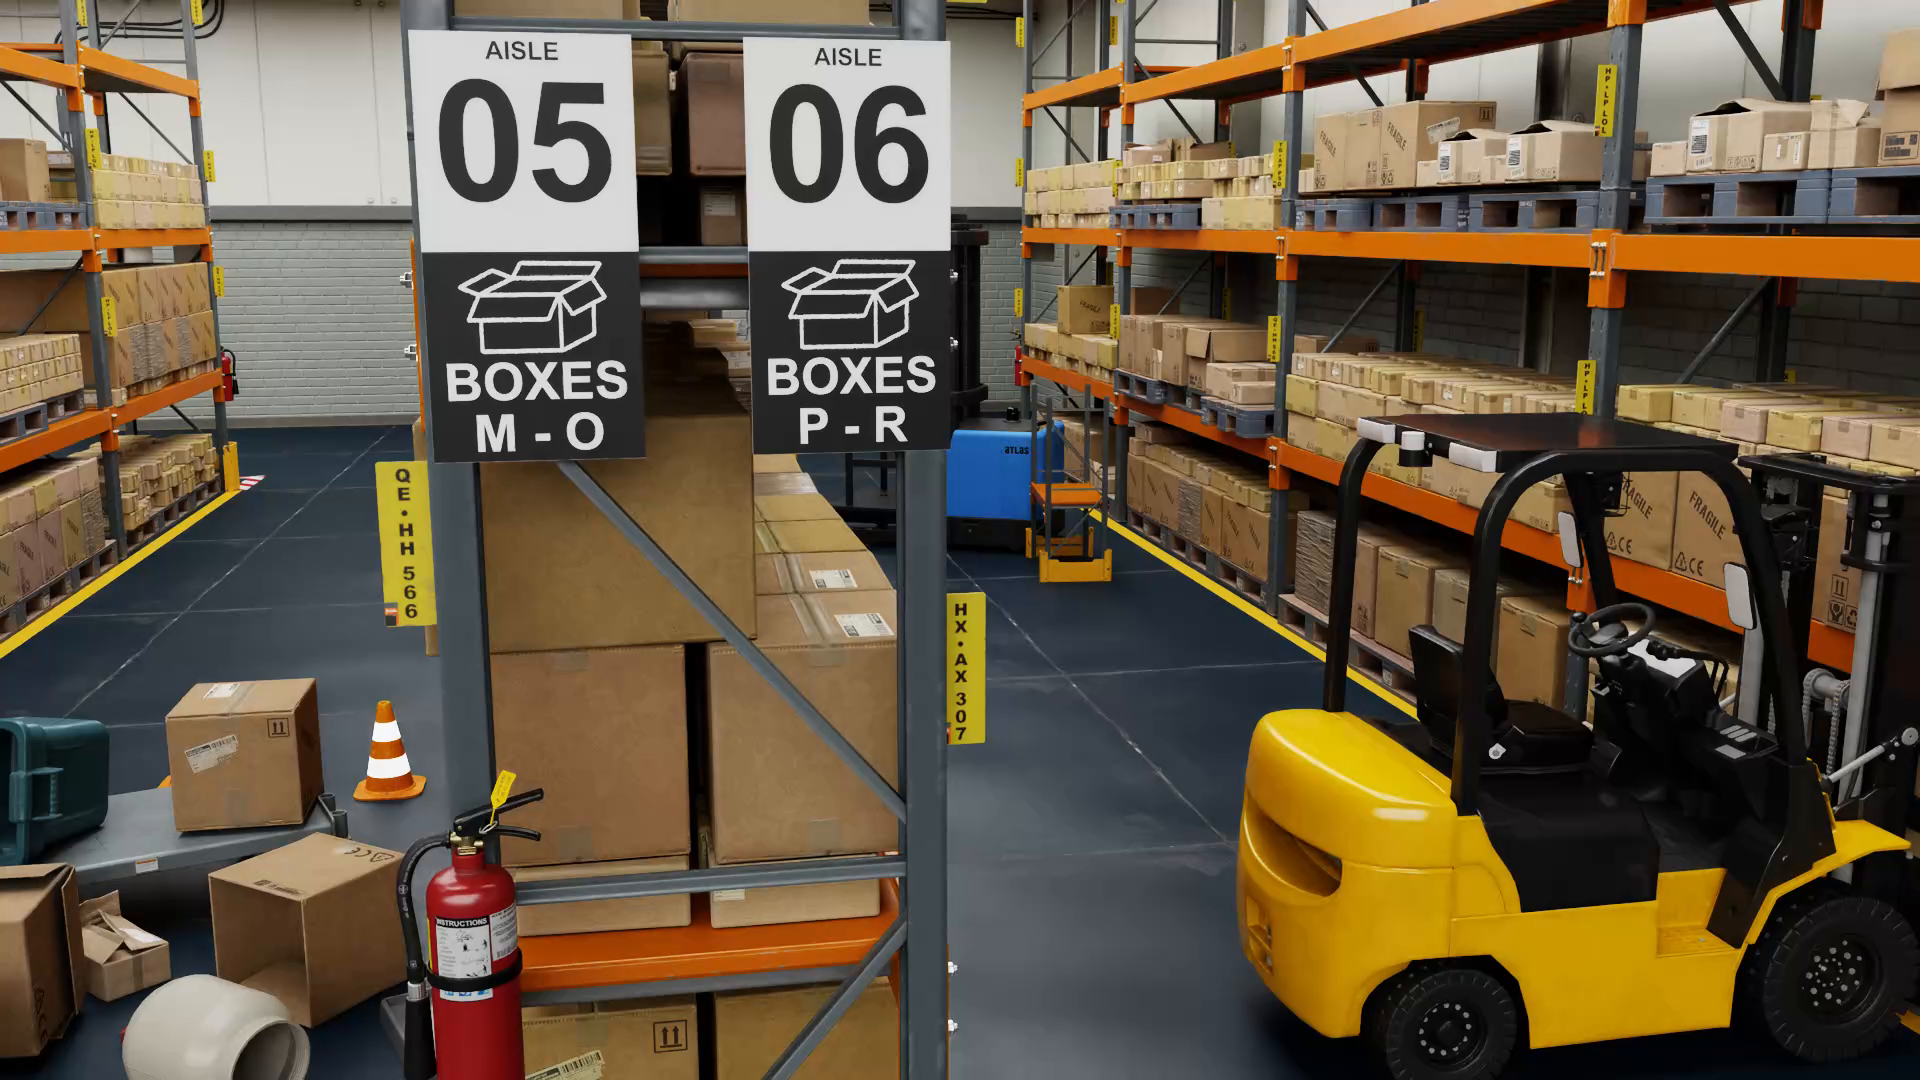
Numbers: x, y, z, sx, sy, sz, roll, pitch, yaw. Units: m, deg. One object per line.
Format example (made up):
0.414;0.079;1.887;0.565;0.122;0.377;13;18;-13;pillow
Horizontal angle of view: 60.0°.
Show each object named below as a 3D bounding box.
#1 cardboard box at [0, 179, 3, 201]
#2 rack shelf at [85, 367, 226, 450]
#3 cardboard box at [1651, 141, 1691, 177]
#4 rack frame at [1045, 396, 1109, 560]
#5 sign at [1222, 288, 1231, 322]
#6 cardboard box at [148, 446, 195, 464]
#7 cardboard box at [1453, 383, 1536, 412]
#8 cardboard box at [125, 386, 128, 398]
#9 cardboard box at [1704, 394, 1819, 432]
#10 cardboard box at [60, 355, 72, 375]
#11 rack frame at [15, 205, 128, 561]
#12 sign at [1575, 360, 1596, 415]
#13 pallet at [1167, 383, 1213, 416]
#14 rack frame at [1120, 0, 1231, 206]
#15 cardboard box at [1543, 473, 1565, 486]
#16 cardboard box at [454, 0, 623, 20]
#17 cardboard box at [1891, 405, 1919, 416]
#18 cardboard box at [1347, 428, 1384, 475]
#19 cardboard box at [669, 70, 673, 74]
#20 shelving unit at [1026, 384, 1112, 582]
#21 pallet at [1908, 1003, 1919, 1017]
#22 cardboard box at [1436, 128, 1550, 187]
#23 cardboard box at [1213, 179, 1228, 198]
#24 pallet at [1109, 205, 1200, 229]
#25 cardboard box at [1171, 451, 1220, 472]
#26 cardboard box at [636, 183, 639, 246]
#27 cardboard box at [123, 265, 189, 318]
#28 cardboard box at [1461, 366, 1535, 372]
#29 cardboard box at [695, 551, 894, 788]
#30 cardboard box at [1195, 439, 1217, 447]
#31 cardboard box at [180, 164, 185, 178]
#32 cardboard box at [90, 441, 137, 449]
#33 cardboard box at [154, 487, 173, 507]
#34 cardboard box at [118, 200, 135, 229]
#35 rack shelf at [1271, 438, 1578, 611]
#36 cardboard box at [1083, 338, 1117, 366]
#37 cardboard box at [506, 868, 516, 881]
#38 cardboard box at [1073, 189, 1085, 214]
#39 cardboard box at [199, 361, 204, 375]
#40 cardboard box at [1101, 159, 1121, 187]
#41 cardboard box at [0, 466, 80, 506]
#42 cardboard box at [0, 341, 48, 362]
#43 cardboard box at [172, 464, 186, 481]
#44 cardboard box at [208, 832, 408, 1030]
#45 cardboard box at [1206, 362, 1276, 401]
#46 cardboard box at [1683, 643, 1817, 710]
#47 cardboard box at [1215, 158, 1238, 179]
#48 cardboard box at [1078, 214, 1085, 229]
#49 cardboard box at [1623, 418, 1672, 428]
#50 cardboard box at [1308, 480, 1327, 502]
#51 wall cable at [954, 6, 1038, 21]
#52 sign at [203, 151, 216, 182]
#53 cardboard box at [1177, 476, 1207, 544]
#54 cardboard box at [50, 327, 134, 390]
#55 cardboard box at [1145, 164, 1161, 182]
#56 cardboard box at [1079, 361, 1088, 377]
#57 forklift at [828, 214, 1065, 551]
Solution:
-7.733;-2.753;12.786;0.500;0.311;0.500;-2;11;-12;cardboard box
-8.087;-1.300;15.980;1.077;0.370;4.000;-2;11;-11;rack shelf
3.351;-1.711;7.476;0.380;0.149;0.250;-2;11;-10;cardboard box
0.937;-0.402;13.353;0.500;1.500;0.032;-1;11;-4;rack frame
2.549;-2.256;15.982;0.100;0.325;0.005;-2;11;-11;sign
-7.862;-0.842;16.562;0.380;0.149;0.250;-2;11;-9;cardboard box
3.043;-0.808;9.472;0.380;0.149;0.250;-2;11;-12;cardboard box
-7.659;-1.318;14.826;0.380;0.149;0.250;-3;11;-14;cardboard box
3.531;-0.552;7.331;0.380;0.149;0.250;-2;11;-12;cardboard box
-7.375;-1.401;13.342;0.380;0.149;0.250;-2;11;-11;cardboard box
-7.698;-1.286;13.985;1.000;3.000;0.127;-2;11;-11;rack frame
3.031;-0.707;8.058;0.100;0.325;0.005;-2;11;-11;sign
2.401;-1.195;14.017;1.003;0.211;1.213;-2;11;-11;pallet
2.006;-4.613;15.420;1.000;3.000;0.127;-2;11;-11;rack frame
3.215;-0.451;8.663;0.500;0.250;0.500;-2;11;-12;cardboard box
-0.884;-1.077;3.403;0.380;0.149;0.250;-2;11;-10;cardboard box
4.134;-0.478;6.939;0.380;0.149;0.250;-2;11;-12;cardboard box
2.830;-0.582;10.685;0.500;0.250;0.500;-2;11;-13;cardboard box
-1.544;-1.971;7.501;0.500;0.250;0.500;-2;11;-10;cardboard box
0.901;-0.499;13.860;0.587;1.500;1.083;-1;11;-4;shelving unit
3.916;1.543;6.580;1.003;0.211;1.213;-2;11;-11;pallet
3.033;-2.149;9.342;0.500;0.311;0.500;-3;11;-13;cardboard box
2.254;-2.821;13.363;0.380;0.149;0.250;-2;11;-9;cardboard box
2.064;-2.925;15.076;1.213;0.211;1.003;-2;11;-11;pallet
2.084;-0.696;14.711;0.380;0.149;0.250;-2;11;-11;cardboard box
-0.872;-0.689;3.499;0.380;0.149;0.250;-2;11;-11;cardboard box
-7.935;-2.443;16.328;0.500;0.500;0.500;-2;11;-8;cardboard box
3.418;-1.018;10.575;0.380;0.149;0.250;-2;11;-12;cardboard box
-0.452;0.329;4.436;0.500;0.500;0.500;-2;11;-9;cardboard box
2.417;-0.858;15.562;0.380;0.149;0.250;-2;11;-11;cardboard box
-8.150;-3.763;16.973;0.380;0.149;0.250;-2;11;-10;cardboard box
-8.613;-0.912;16.932;0.380;0.149;0.250;-2;11;-11;cardboard box
-7.746;-0.407;15.868;0.380;0.149;0.250;-2;11;-13;cardboard box
-7.636;-2.872;14.696;0.500;0.250;0.500;-2;11;-12;cardboard box
3.173;-0.212;10.266;1.077;0.370;4.000;-2;11;-11;rack shelf
1.555;-1.914;16.891;0.500;0.250;0.500;-2;11;-11;cardboard box
-0.969;0.736;4.031;0.380;0.149;0.250;-2;11;-12;cardboard box
1.467;-3.481;17.098;0.500;0.250;0.500;-2;11;-10;cardboard box
-8.124;-1.800;17.356;0.380;0.149;0.250;-2;11;-11;cardboard box
1.671;-3.541;16.080;0.500;0.250;0.500;-2;11;-11;cardboard box
-7.219;-0.411;12.943;0.500;0.250;0.500;-2;11;-8;cardboard box
-7.276;-1.450;12.803;0.380;0.149;0.250;-2;11;-11;cardboard box
-7.846;-0.648;16.338;0.380;0.149;0.250;-2;11;-8;cardboard box
-2.433;1.455;6.261;0.500;0.500;0.500;6;12;28;cardboard box
2.261;-1.247;13.056;0.500;0.250;0.500;-3;11;-14;cardboard box
3.438;0.649;7.375;0.500;0.250;0.500;-2;11;-11;cardboard box
2.226;-2.918;13.077;0.380;0.149;0.250;-2;11;-12;cardboard box
1.436;-3.307;17.253;0.380;0.149;0.250;-2;11;-10;cardboard box
3.366;-0.498;7.844;0.380;0.149;0.250;-2;11;-12;cardboard box
2.963;-0.386;13.083;0.380;0.149;0.250;-2;11;-9;cardboard box
1.386;-9.161;24.437;2.988;3.039;0.133;-2;11;-11;wall cable
-7.928;-3.945;17.563;0.100;0.325;0.005;-2;11;-11;sign
2.180;-0.263;14.172;0.500;0.500;0.500;-3;11;-13;cardboard box
-7.547;-1.581;14.474;0.500;0.500;0.500;-2;11;-12;cardboard box
1.839;-3.206;14.537;0.380;0.149;0.250;-2;11;-12;cardboard box
1.448;-1.781;17.254;0.380;0.149;0.250;-2;11;-12;cardboard box
-0.604;-1.471;15.142;3.031;2.935;1.130;3;11;15;forklift
